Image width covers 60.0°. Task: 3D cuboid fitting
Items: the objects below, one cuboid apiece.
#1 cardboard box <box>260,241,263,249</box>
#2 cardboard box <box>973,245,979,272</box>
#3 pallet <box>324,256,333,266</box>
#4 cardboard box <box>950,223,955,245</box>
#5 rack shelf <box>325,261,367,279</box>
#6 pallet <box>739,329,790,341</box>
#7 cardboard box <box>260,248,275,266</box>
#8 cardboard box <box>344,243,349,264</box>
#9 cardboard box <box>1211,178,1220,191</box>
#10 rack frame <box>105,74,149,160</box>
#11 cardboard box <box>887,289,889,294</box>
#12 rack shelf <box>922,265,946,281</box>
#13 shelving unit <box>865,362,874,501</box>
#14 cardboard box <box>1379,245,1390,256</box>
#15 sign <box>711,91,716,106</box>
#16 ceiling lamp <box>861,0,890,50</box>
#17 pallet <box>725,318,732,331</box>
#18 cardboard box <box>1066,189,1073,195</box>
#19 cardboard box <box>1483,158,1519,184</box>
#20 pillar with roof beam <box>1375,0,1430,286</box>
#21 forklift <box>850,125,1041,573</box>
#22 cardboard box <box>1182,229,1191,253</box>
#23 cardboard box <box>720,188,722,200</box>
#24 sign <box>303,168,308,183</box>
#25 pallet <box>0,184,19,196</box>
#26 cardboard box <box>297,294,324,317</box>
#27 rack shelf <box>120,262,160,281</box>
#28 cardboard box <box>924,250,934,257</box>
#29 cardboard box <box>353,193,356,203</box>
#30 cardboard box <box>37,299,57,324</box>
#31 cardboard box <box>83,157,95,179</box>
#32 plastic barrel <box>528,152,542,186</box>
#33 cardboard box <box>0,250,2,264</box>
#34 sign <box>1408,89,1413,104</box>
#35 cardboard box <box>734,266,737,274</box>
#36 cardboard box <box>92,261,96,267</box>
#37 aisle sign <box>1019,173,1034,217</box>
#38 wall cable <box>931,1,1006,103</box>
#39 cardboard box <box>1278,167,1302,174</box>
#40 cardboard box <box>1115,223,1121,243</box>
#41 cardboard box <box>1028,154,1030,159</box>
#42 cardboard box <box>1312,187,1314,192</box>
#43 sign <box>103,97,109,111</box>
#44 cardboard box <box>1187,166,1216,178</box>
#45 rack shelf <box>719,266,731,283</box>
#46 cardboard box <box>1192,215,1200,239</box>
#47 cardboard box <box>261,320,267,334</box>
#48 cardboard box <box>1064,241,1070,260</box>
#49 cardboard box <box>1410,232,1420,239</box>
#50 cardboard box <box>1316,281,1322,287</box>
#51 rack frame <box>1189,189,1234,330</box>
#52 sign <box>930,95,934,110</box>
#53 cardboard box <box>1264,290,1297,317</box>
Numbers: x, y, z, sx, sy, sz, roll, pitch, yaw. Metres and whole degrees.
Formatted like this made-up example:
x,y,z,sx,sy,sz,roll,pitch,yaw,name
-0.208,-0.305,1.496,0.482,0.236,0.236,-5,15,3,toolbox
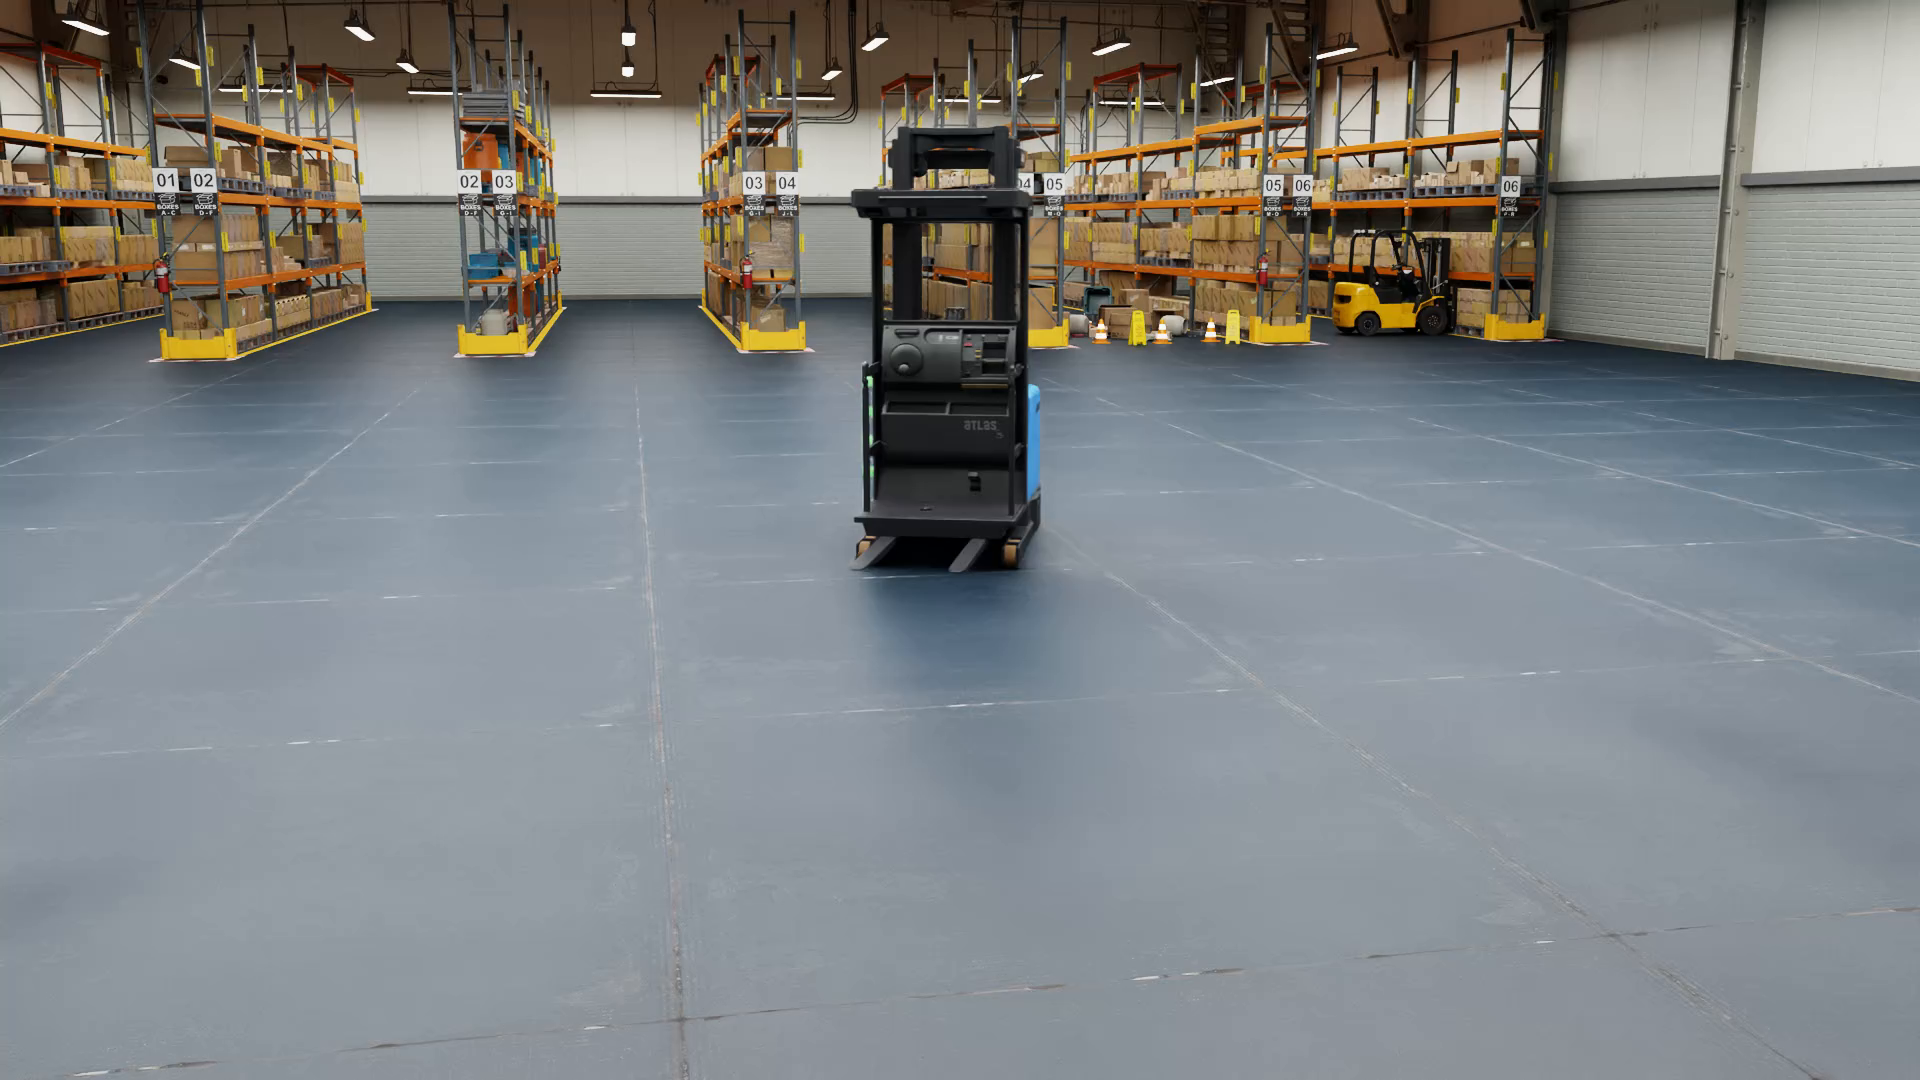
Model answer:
x,y,z,sx,sy,sz,roll,pitch,yaw,name
-13.667,-5.691,32.070,0.380,0.149,0.250,-2,11,-11,cardboard box
0.756,-5.893,34.734,0.875,0.550,0.550,-2,11,-11,cardboard box
-15.437,-6.587,39.297,1.003,0.211,1.213,-2,11,-11,pallet
0.174,-6.891,37.437,0.700,0.500,0.500,-2,11,-12,cardboard box
-15.875,-6.846,42.065,1.077,0.370,4.000,-2,11,-11,rack shelf
-3.806,-4.009,32.693,1.003,0.211,1.213,-2,11,-11,pallet
-14.166,-5.652,33.603,0.500,0.500,0.500,-1,11,-7,cardboard box
-15.420,-7.079,41.097,0.500,0.500,0.500,-2,11,-10,cardboard box
5.520,-7.354,34.393,0.500,0.250,0.500,-2,11,-10,cardboard box
-21.122,-10.332,42.414,1.000,3.000,0.127,-2,11,-11,rack frame
-1.813,-6.882,46.035,0.380,0.149,0.250,-2,11,-11,cardboard box
-0.494,-6.633,40.950,1.077,0.370,4.000,-2,11,-11,rack shelf
-0.552,-0.794,13.159,0.258,1.200,0.503,-4,12,-23,shelving unit
9.924,-6.613,37.982,0.500,0.250,0.500,-2,11,-12,cardboard box
-5.534,-9.921,37.332,0.100,0.325,0.005,-2,11,-11,sign
-1.483,-11.615,33.541,0.800,3.185,2.000,-2,11,-11,ceiling lamp
-4.606,-4.722,36.439,1.003,0.211,1.213,-2,11,-11,pallet
3.161,-9.683,46.309,0.380,0.149,0.250,-2,11,-9,cardboard box
10.830,-7.383,33.283,0.500,0.500,0.500,-2,11,-9,cardboard box
6.514,-9.584,38.483,9.100,9.000,0.548,-2,11,-11,pillar with roof beam
-0.105,-1.316,11.270,1.130,2.935,3.031,2,11,8,forklift
5.194,-6.563,36.469,0.500,0.500,0.500,-2,11,-12,cardboard box
-5.049,-7.668,36.842,0.500,0.250,0.500,-2,11,-10,cardboard box
-14.162,-7.884,35.978,0.100,0.325,0.005,-2,11,-11,sign
-18.804,-6.683,31.764,1.213,0.211,1.003,-2,11,-11,pallet
-14.623,-5.276,37.405,0.500,0.500,0.500,-3,11,-13,cardboard box
-20.733,-6.665,41.115,1.077,0.370,4.000,-2,11,-11,rack shelf
-0.652,-6.777,39.327,0.380,0.149,0.250,-2,11,-10,cardboard box
-15.819,-8.789,42.730,0.500,0.250,0.500,-2,11,-11,cardboard box
-19.375,-4.776,34.775,0.700,0.500,0.500,-2,11,-10,cardboard box
-20.709,-8.795,39.364,0.500,0.500,0.500,-2,11,-11,cardboard box
-10.144,-8.630,39.031,0.600,0.901,0.708,-2,11,-11,plastic barrel
-18.854,-5.544,31.858,0.700,0.500,0.500,-2,11,-11,cardboard box
9.847,-9.689,36.325,0.100,0.325,0.005,-2,11,-11,sign
-4.287,-5.367,33.043,0.380,0.149,0.250,-2,11,-11,cardboard box
-19.797,-6.252,37.638,0.380,0.149,0.250,-2,11,-13,cardboard box
1.170,-6.406,30.878,0.394,0.787,0.004,-2,11,-11,aisle sign
0.274,-15.156,51.714,2.355,3.000,0.029,-2,11,-11,wall cable
6.418,-7.166,32.339,0.380,0.149,0.250,-2,11,-11,cardboard box
4.176,-7.629,41.316,0.500,0.500,0.500,-2,11,-11,cardboard box
1.501,-7.409,32.229,0.380,0.149,0.250,-2,11,-12,cardboard box
9.069,-8.889,42.187,0.380,0.149,0.250,-2,11,-9,cardboard box
-19.814,-10.118,38.580,0.100,0.325,0.005,-2,11,-11,sign
5.271,-8.038,36.326,0.500,0.250,0.500,-2,11,-10,cardboard box
-4.601,-5.738,36.245,1.077,0.370,4.000,-2,11,-11,rack shelf
5.382,-6.683,35.548,0.700,0.500,0.500,-2,11,-12,cardboard box
-13.538,-4.051,31.690,0.500,0.250,0.500,-2,11,-11,cardboard box
3.194,-8.051,46.205,0.500,0.500,0.500,-2,11,-11,cardboard box
10.148,-6.711,36.634,0.380,0.149,0.250,-2,11,-10,cardboard box
9.171,-6.427,41.769,0.380,0.149,0.250,-3,11,-14,cardboard box
5.509,-6.085,36.144,1.000,3.000,0.127,-2,11,-11,rack frame
-0.635,-10.043,38.186,0.100,0.325,0.005,-2,11,-11,sign
6.396,-4.738,33.290,0.500,0.500,0.500,-3,11,-13,cardboard box
